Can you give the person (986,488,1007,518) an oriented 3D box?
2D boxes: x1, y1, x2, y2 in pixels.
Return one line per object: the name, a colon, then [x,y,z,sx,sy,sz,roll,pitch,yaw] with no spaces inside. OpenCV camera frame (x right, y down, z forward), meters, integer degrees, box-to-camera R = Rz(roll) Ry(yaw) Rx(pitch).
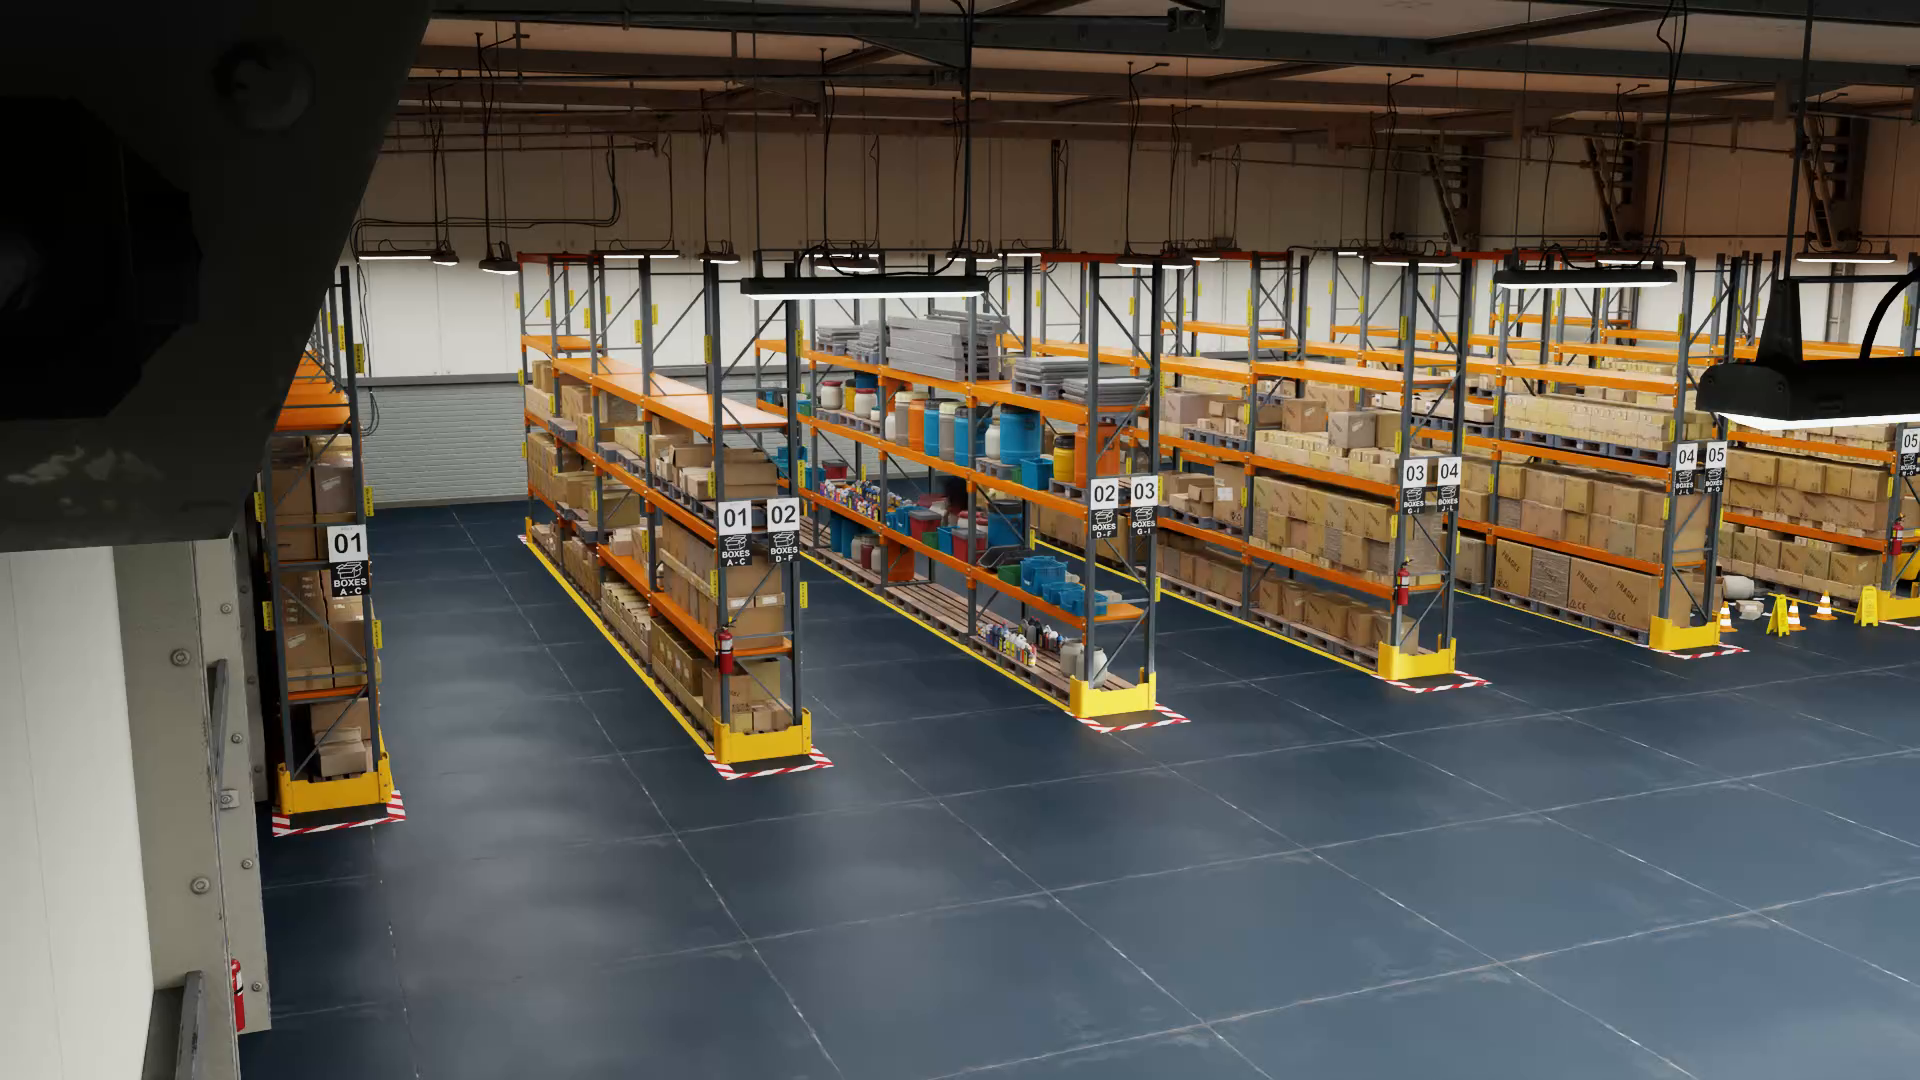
person: [0.679,-0.466,33.070,0.575,1.668,0.915,-5,12,-27]
